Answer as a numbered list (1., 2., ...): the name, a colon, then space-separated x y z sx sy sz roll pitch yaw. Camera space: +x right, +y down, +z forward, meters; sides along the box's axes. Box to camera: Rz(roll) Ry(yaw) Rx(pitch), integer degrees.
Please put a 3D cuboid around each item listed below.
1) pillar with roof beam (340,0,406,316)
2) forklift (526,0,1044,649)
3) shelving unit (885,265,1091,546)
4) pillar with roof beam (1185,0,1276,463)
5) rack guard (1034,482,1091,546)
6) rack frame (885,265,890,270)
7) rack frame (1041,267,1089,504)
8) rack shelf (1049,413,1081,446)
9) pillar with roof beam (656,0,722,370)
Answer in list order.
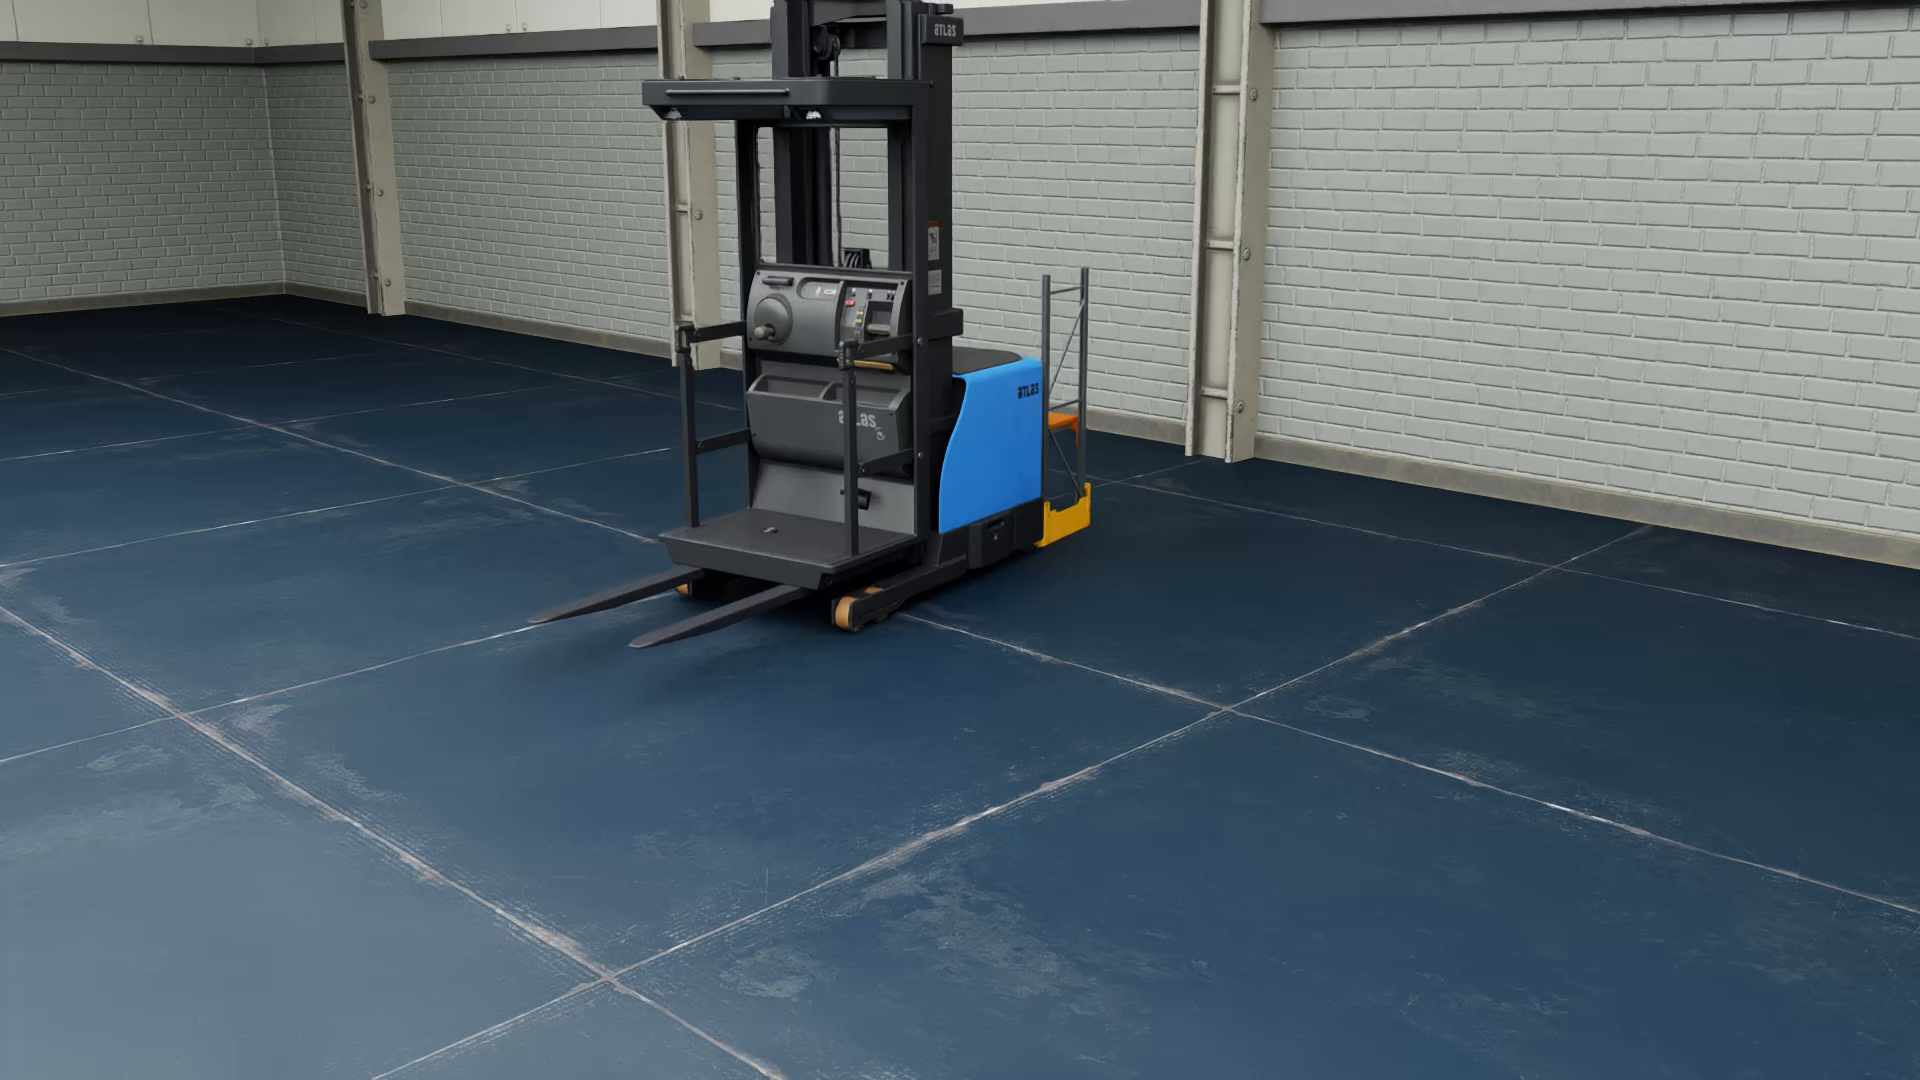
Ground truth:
1. pillar with roof beam: -9.793 -6.268 15.639 0.400 9.000 9.100 14 20 42
2. forklift: -0.769 -1.124 7.934 1.130 2.935 3.031 9 17 32
3. shelving unit: 0.158 -0.823 9.615 1.083 1.500 0.587 9 17 30
4. pillar with roof beam: -1.154 -4.167 7.579 0.400 9.000 9.100 14 20 42
5. rack guard: 0.584 -0.153 9.522 0.087 0.250 0.587 9 17 30
6. rack frame: -0.284 -0.890 9.875 0.032 1.500 0.500 9 17 30
7. rack frame: 0.585 -0.757 9.364 0.032 1.500 0.500 9 17 30
8. rack shelf: 0.150 -0.650 9.665 1.000 0.185 0.538 9 17 30
9. pillar with roof beam: -5.474 -5.217 11.609 0.400 9.000 9.100 14 20 42
